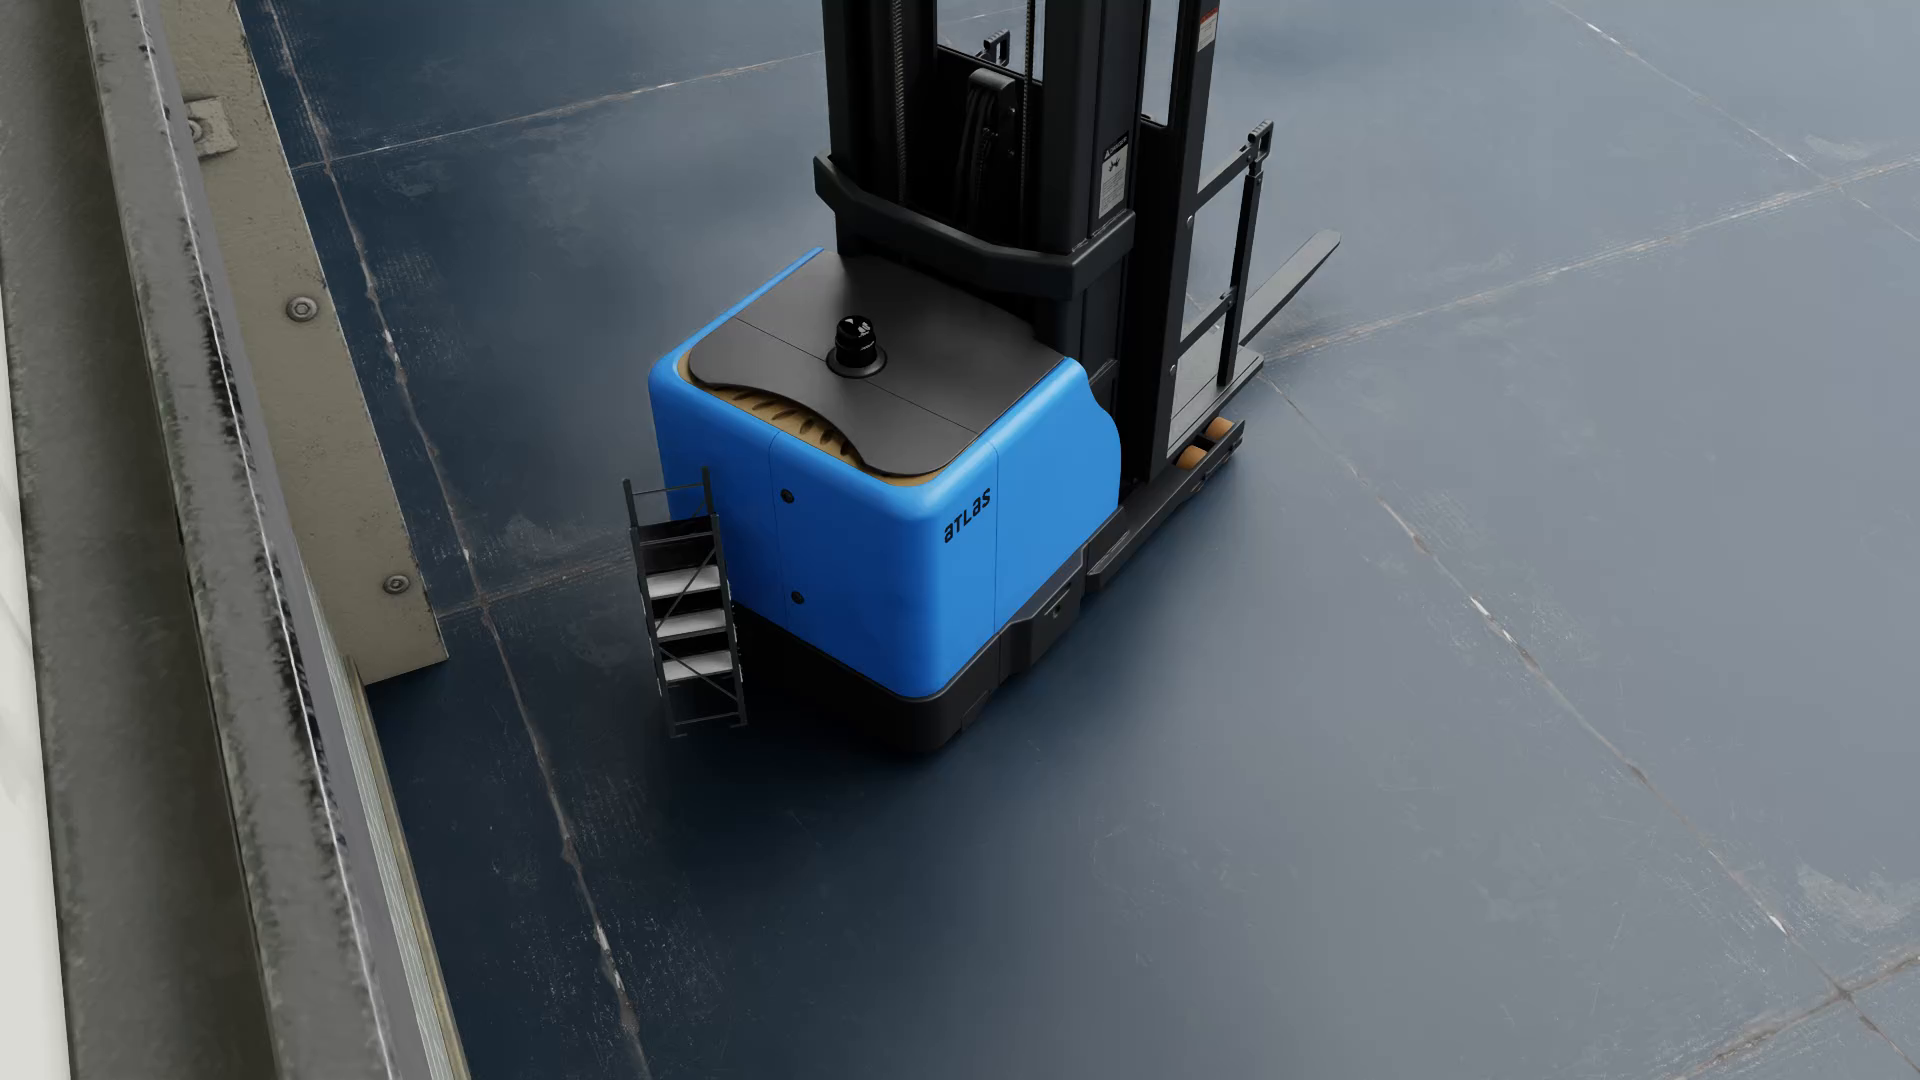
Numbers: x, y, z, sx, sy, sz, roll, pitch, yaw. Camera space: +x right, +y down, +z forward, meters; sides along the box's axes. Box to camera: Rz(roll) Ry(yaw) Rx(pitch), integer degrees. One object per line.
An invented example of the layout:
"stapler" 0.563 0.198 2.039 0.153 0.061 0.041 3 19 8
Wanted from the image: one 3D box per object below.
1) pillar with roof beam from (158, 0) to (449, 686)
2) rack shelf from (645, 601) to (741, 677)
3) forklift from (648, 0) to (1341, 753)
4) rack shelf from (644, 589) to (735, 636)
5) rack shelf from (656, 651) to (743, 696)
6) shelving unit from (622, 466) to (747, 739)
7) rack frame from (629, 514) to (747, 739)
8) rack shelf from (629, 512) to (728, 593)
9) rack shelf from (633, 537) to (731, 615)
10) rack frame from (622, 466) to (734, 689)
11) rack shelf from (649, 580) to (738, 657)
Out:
"pillar with roof beam" 2.035 -4.173 3.573 9.100 9.000 0.400 -18 47 -17
"rack shelf" -0.801 0.290 4.991 0.258 0.077 0.200 -10 45 -10
"forklift" 0.369 -1.396 5.078 1.130 2.935 3.031 27 51 25
"rack shelf" -0.801 0.162 4.865 0.258 0.077 0.200 -10 45 -10
"rack shelf" -0.801 0.354 5.054 0.258 0.077 0.200 -10 45 -10
"shelving unit" -0.801 0.202 4.904 0.258 0.900 0.210 -10 45 -10
"rack frame" -0.778 0.272 4.834 0.240 0.900 0.006 -10 45 -10
"rack shelf" -0.801 0.034 4.738 0.258 0.077 0.200 -10 45 -10
"rack shelf" -0.801 0.098 4.801 0.258 0.077 0.200 -10 45 -10
"rack frame" -0.825 0.133 4.975 0.240 0.900 0.006 -10 45 -10
"rack shelf" -0.801 0.226 4.928 0.258 0.077 0.200 -10 45 -10
